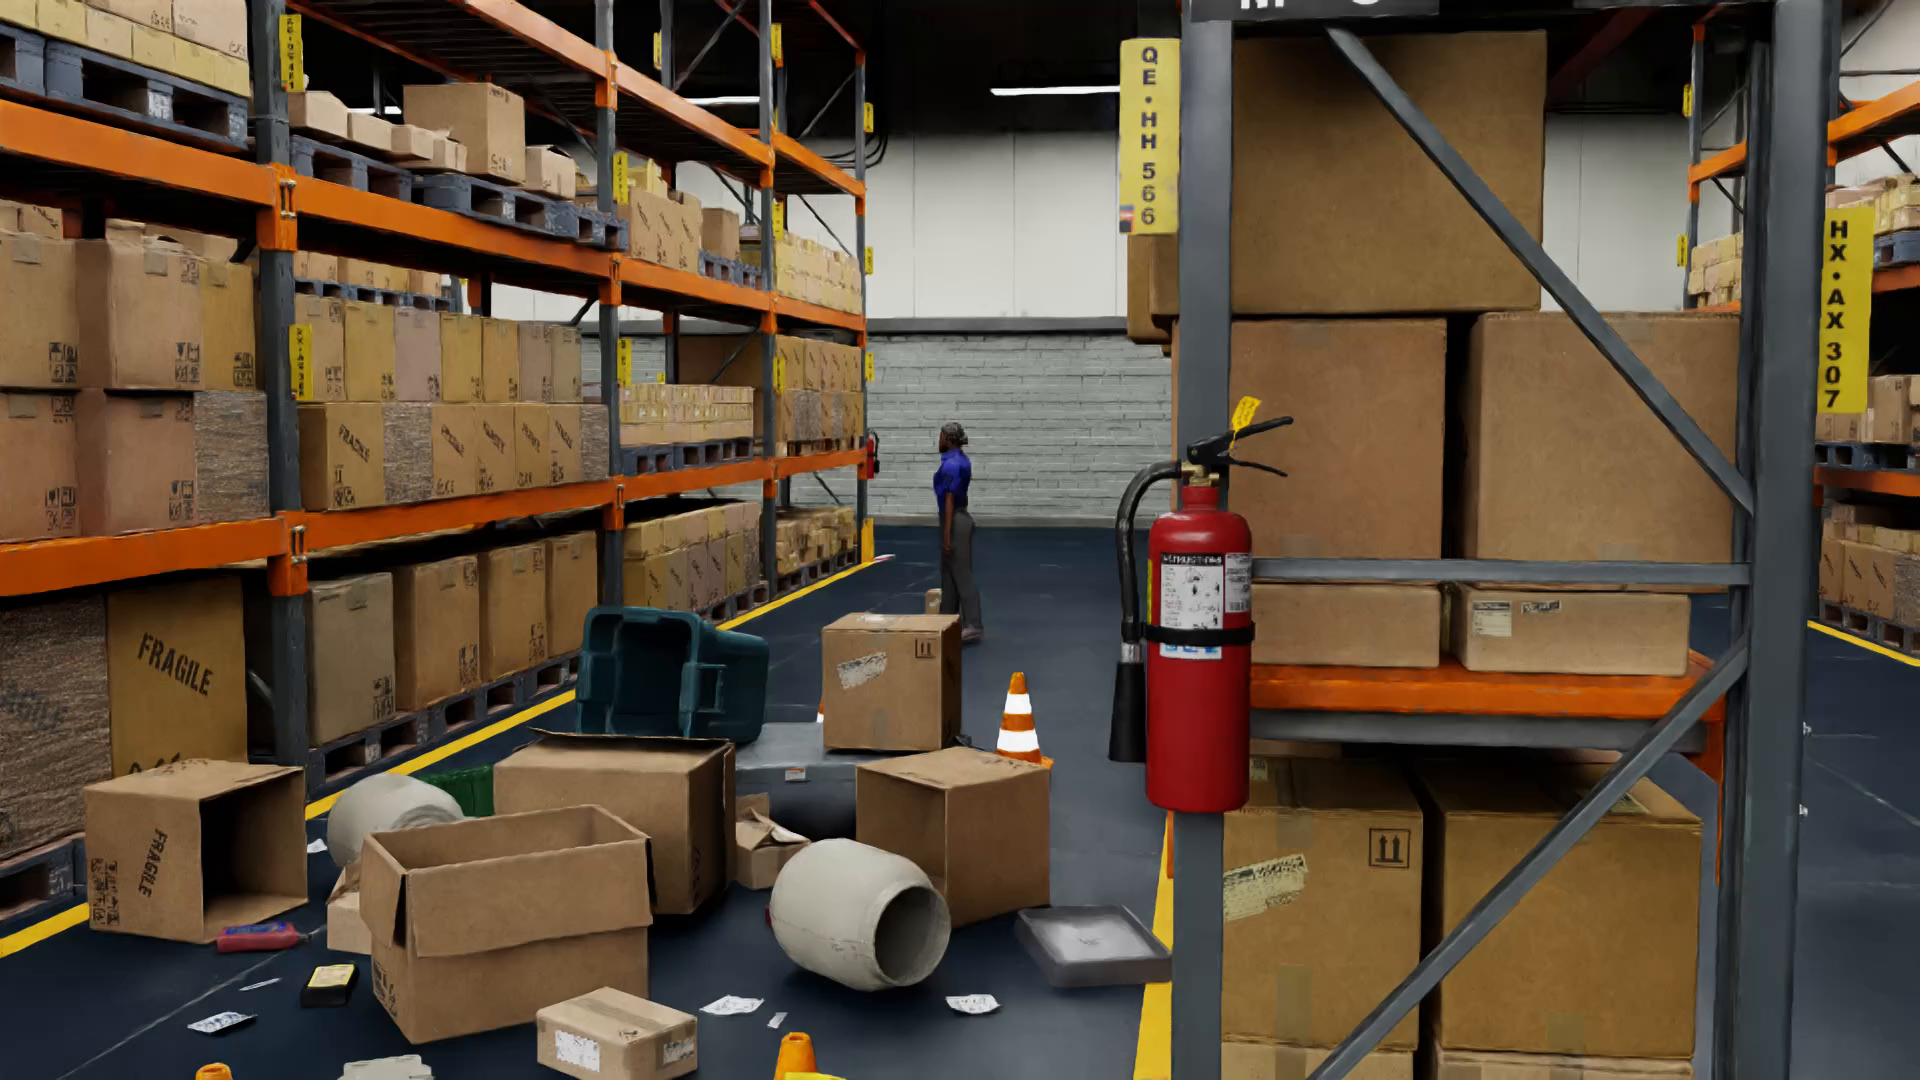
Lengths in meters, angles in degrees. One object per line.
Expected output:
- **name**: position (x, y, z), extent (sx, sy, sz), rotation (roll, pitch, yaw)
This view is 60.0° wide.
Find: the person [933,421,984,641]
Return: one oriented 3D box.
- **person**: position (-0.071, -0.083, 12.756), extent (0.562, 1.649, 0.639), rotation (1, 5, 10)
